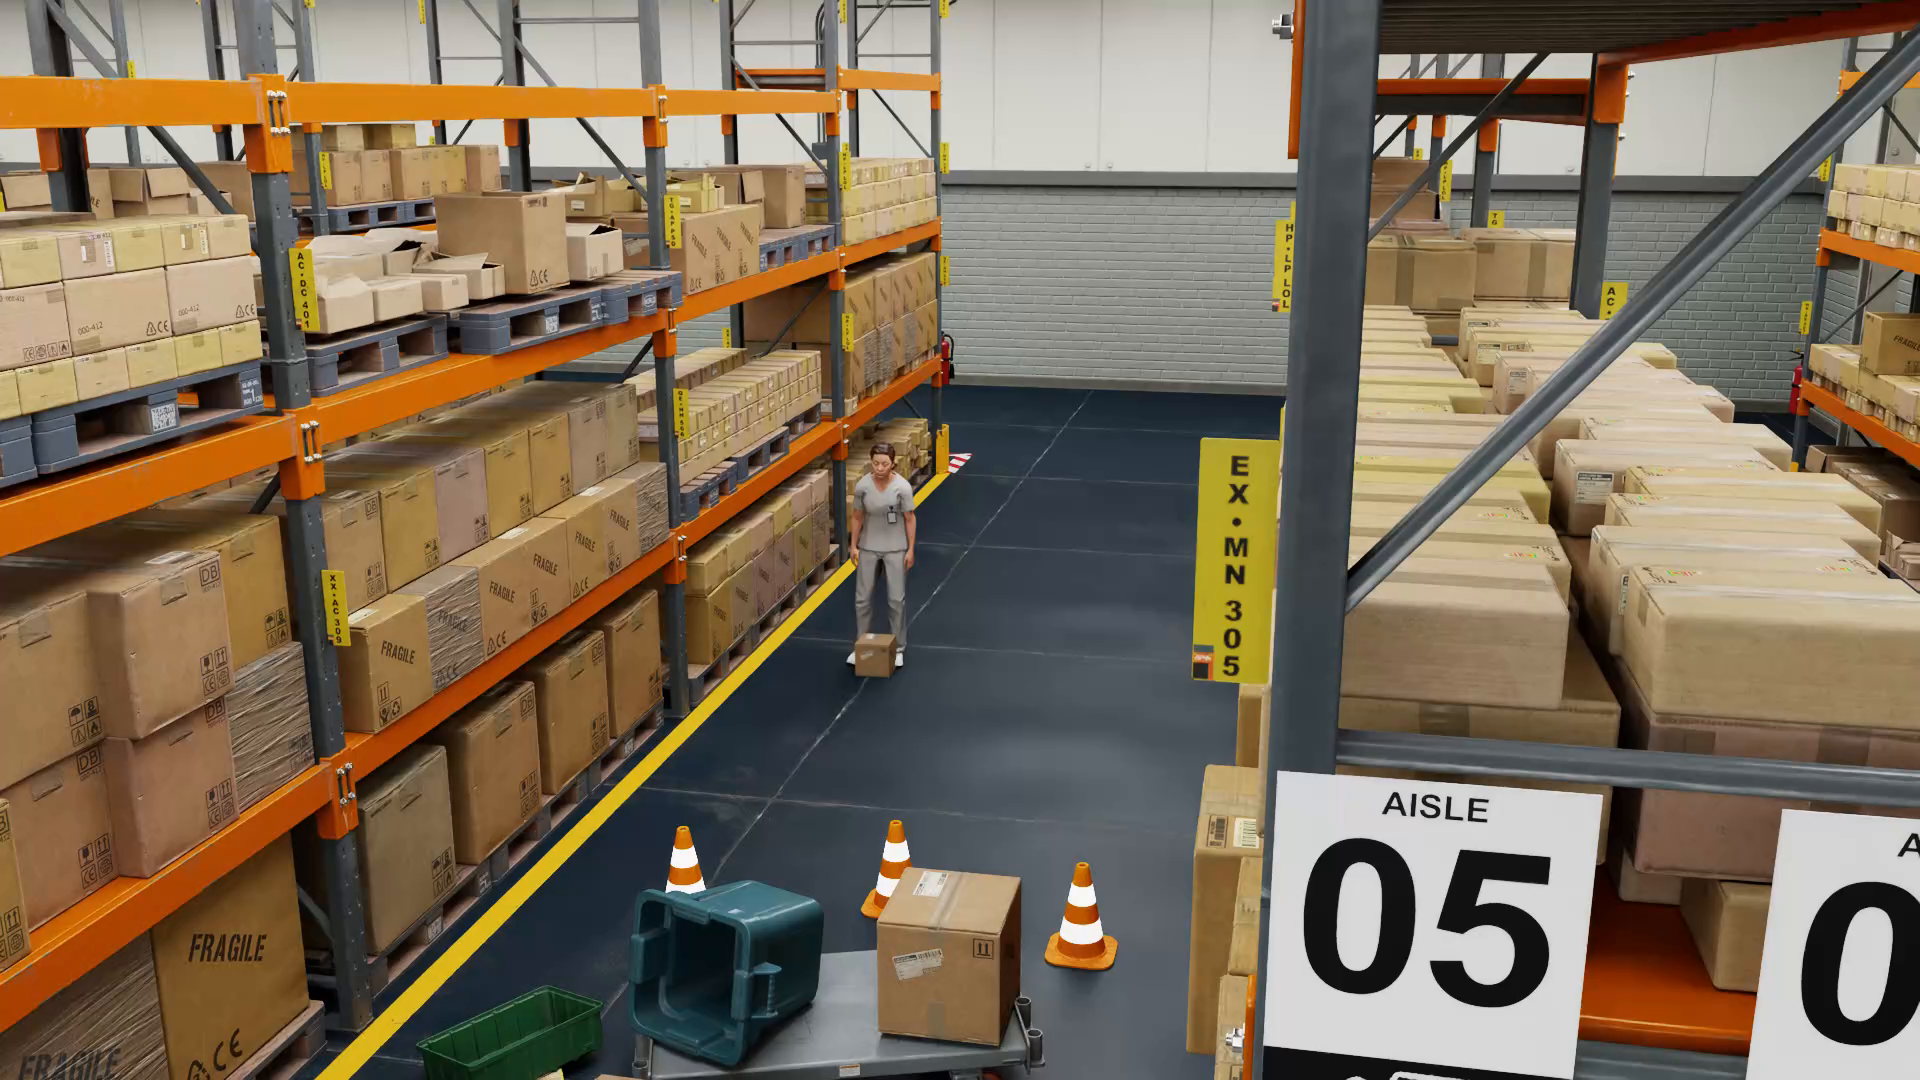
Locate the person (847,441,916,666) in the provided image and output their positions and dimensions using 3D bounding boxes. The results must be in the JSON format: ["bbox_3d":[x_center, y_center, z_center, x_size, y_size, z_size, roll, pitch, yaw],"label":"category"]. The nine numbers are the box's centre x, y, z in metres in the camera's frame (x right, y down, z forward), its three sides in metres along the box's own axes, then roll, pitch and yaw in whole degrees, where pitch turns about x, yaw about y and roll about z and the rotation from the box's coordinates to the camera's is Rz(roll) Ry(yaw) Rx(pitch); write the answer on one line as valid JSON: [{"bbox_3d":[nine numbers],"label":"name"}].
[{"bbox_3d":[-0.572,0.091,12.174,0.498,1.671,0.363,2,15,9],"label":"person"}]
